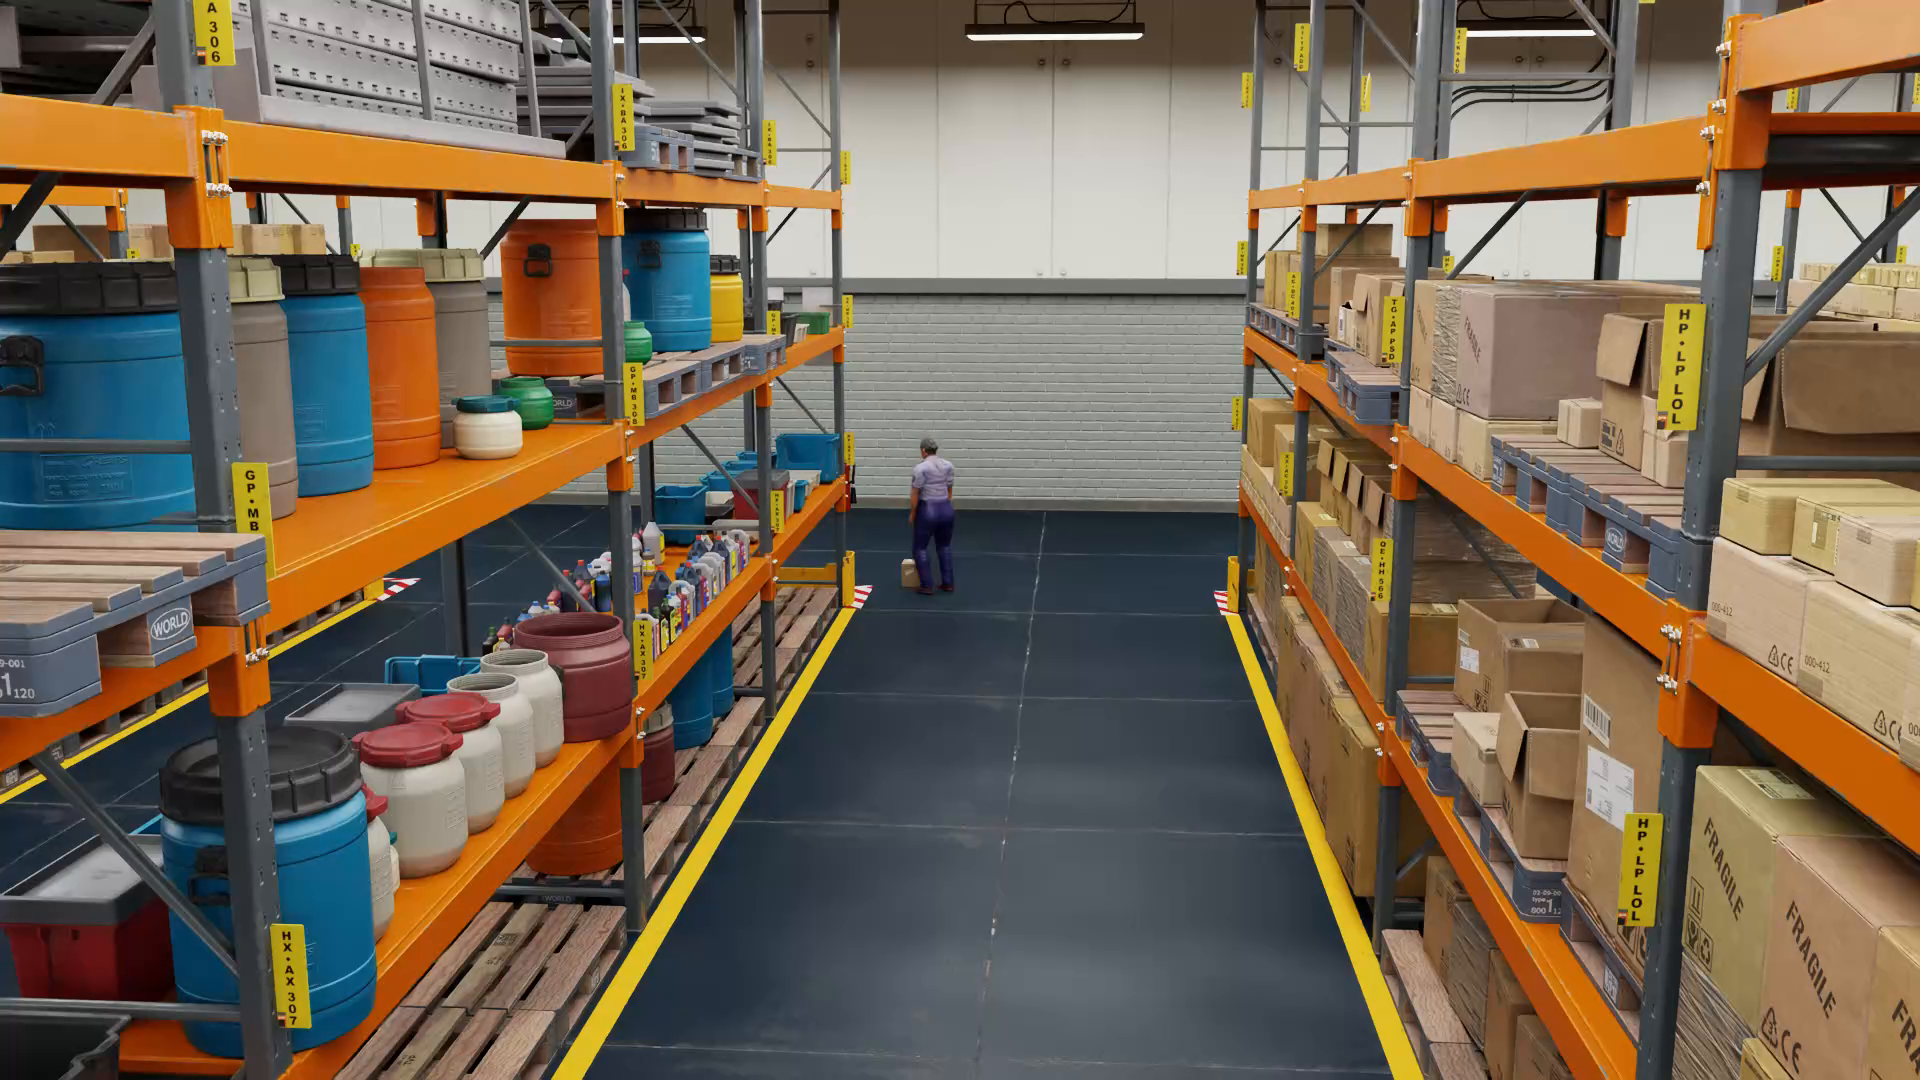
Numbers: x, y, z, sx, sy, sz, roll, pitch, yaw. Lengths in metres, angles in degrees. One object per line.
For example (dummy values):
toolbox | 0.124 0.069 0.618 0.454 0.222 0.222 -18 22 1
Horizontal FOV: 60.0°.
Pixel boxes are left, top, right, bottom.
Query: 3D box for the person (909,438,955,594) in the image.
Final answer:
person | -0.291 -0.241 17.331 0.486 1.621 0.355 -6 12 -29
